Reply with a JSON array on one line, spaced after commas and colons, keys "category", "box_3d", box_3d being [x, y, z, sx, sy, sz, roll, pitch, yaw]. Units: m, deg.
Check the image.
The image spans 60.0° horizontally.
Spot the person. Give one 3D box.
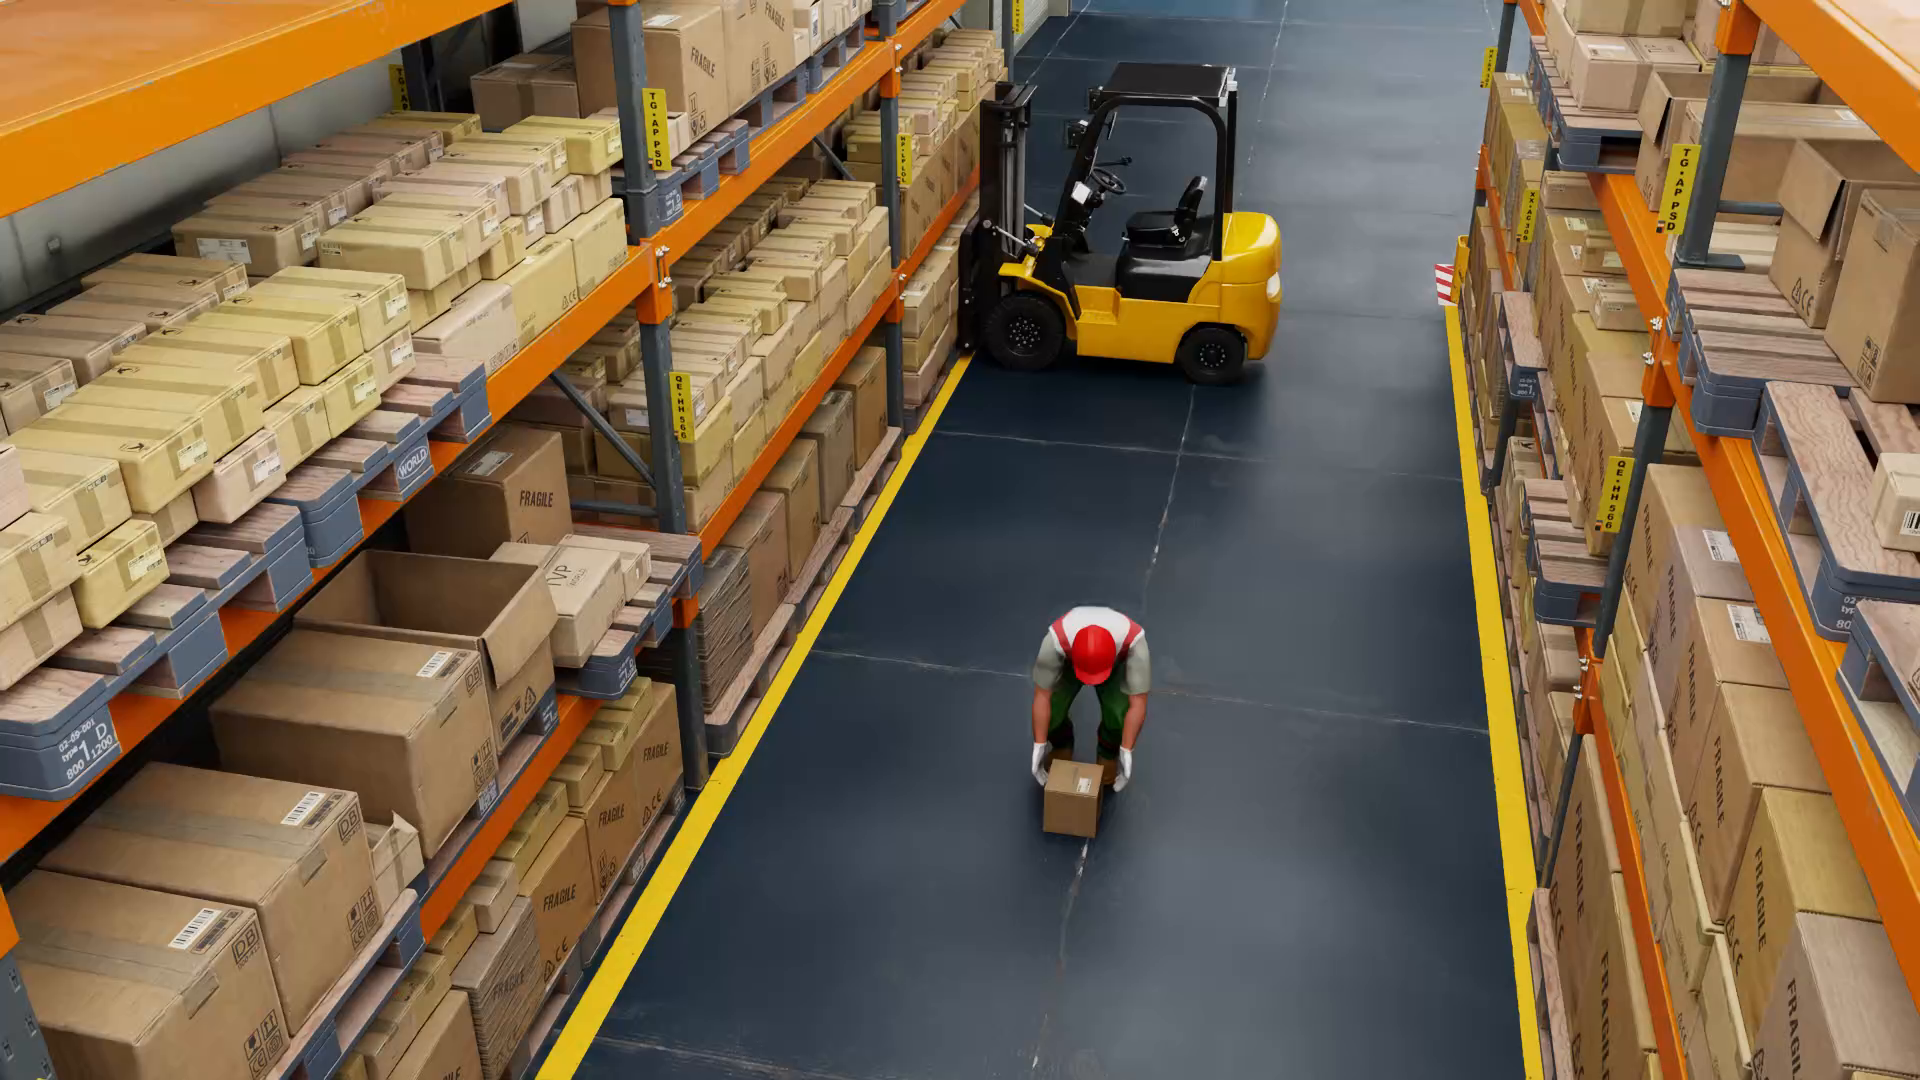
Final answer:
[{"category": "person", "box_3d": [0.647, 0.711, 8.051, 0.579, 1.065, 0.870, 6, 29, 11]}]
